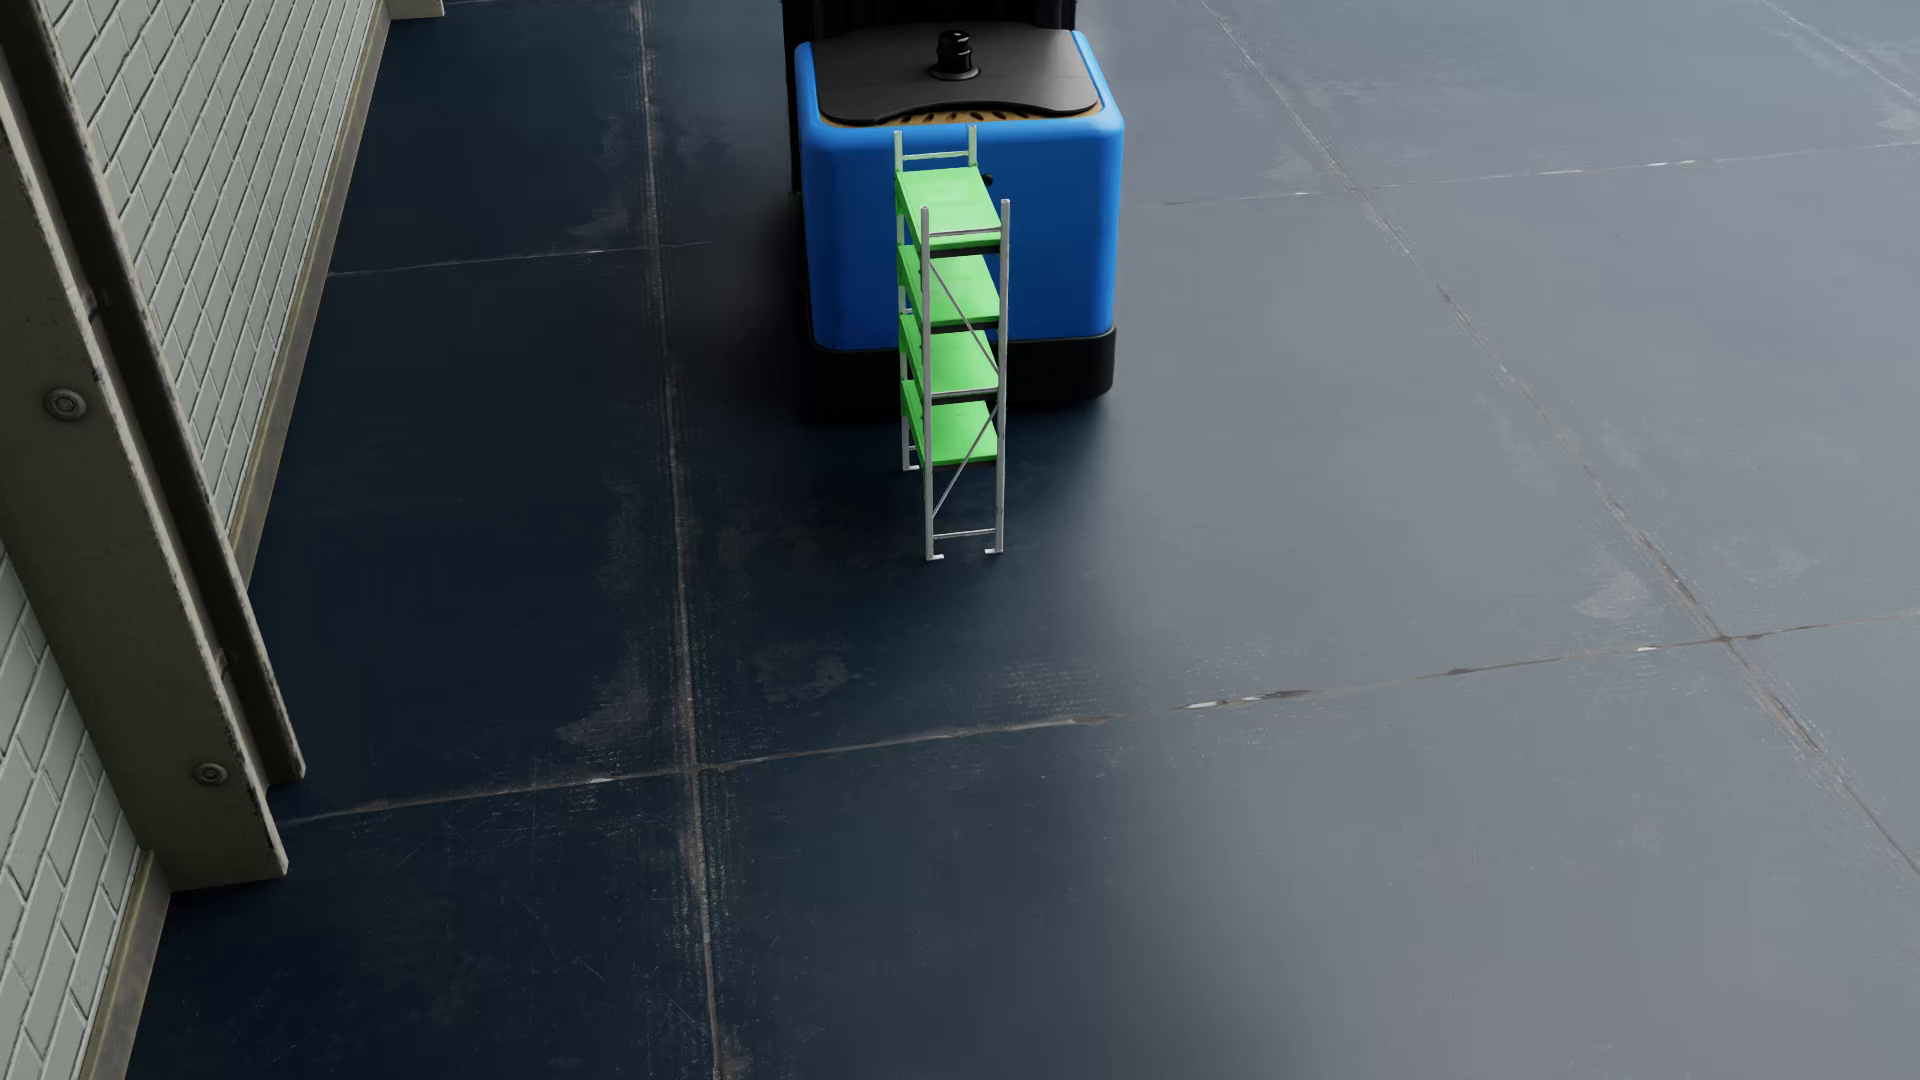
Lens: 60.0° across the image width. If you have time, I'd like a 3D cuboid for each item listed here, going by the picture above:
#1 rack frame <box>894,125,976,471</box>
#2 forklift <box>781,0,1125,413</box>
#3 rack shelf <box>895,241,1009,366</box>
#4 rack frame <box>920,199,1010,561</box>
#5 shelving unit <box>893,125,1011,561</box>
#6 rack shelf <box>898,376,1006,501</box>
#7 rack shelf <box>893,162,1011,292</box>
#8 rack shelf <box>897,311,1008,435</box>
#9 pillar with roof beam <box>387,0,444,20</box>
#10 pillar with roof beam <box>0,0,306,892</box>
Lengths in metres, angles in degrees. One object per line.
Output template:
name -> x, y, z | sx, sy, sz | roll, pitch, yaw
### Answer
rack frame -> -0.072, -0.721, 5.200 | 0.240, 1.200, 0.015 | -6, 38, -8
forklift -> -0.143, -2.488, 6.063 | 1.130, 2.935, 3.031 | -4, 38, -5
rack shelf -> -0.029, -0.713, 4.903 | 0.258, 0.148, 0.480 | -6, 38, -8
rack frame -> 0.014, -0.426, 4.821 | 0.240, 1.200, 0.015 | -6, 38, -8
shelving unit -> -0.029, -0.574, 5.011 | 0.258, 1.200, 0.503 | -6, 38, -8
rack shelf -> -0.029, -0.334, 5.197 | 0.258, 0.148, 0.480 | -6, 38, -8
rack shelf -> -0.029, -0.902, 4.755 | 0.258, 0.148, 0.480 | -6, 38, -8
rack shelf -> -0.029, -0.523, 5.050 | 0.258, 0.148, 0.480 | -6, 38, -8
pillar with roof beam -> 1.310, -6.901, 6.798 | 9.100, 9.000, 0.400 | -6, 38, -8
pillar with roof beam -> 2.362, -3.277, 2.133 | 9.100, 9.000, 0.400 | -6, 38, -8
